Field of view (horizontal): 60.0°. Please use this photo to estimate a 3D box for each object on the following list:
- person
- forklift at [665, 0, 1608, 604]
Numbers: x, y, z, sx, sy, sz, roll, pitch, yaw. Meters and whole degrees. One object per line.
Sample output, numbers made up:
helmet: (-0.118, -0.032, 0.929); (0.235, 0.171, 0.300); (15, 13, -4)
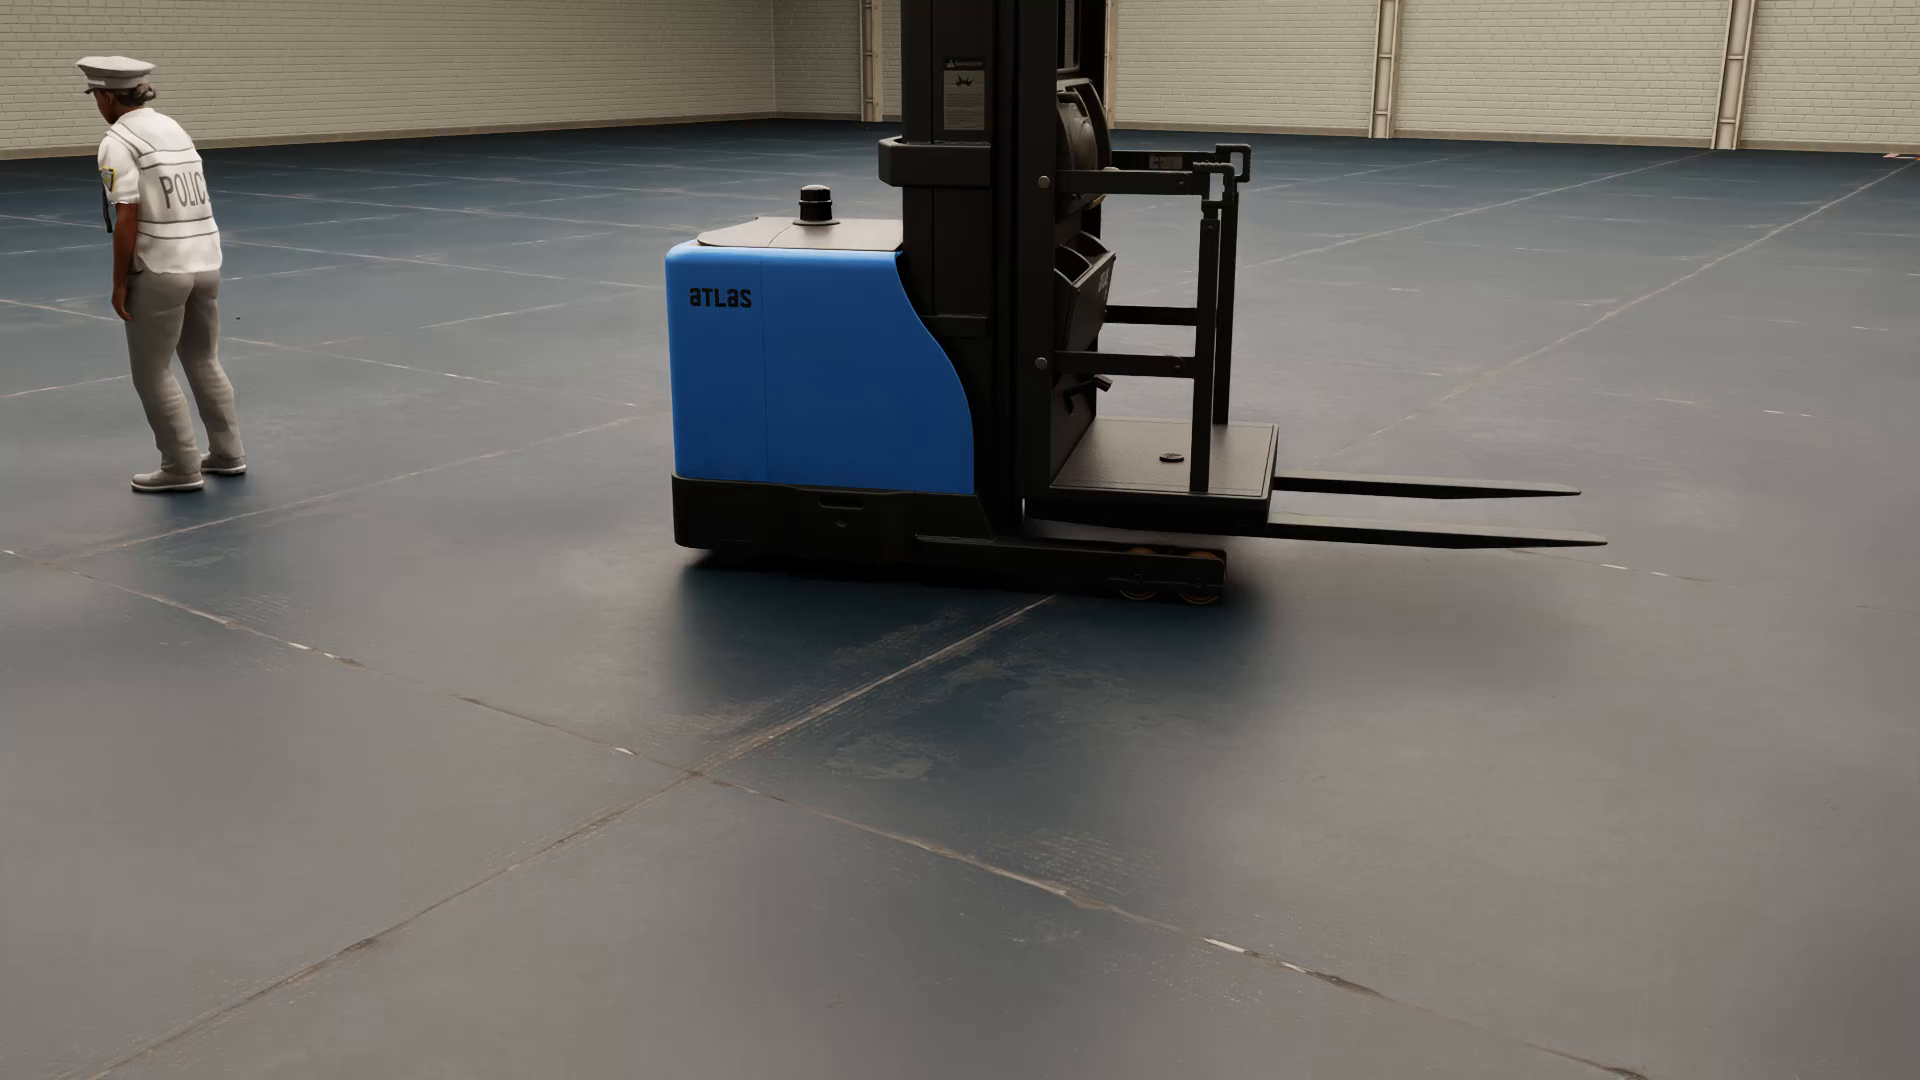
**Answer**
person: (-3.107, -1.029, 6.501); (0.399, 1.657, 0.513); (5, 17, 15)
forklift: (0.595, -1.367, 5.404); (3.031, 2.935, 1.130); (4, 17, 12)
